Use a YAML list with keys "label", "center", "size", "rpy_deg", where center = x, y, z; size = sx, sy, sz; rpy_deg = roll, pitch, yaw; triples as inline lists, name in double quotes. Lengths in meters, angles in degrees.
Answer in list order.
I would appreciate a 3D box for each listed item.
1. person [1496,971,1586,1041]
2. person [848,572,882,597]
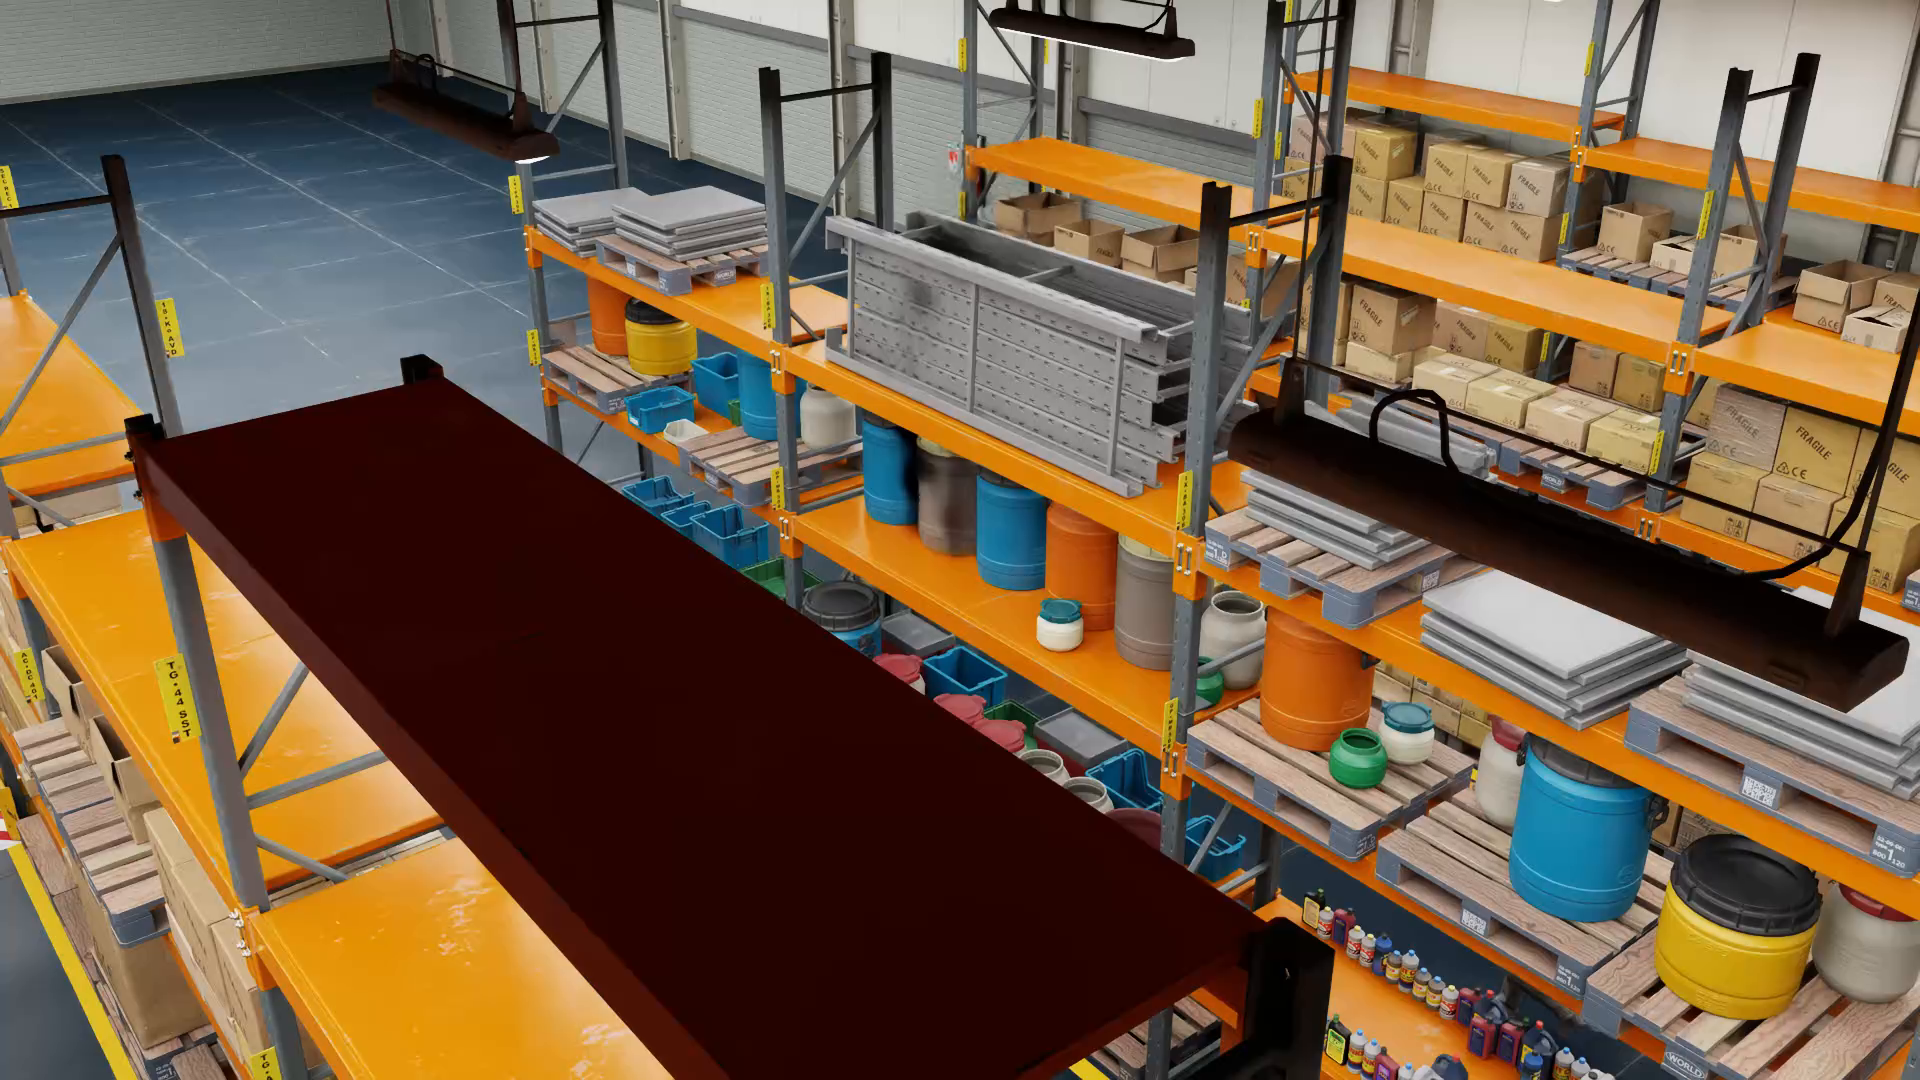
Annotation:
- label: "person"
  center: [3.916, 2.561, 11.012]
  size: [0.684, 1.757, 0.801]
  rpy_deg: [-19, 31, -33]
- label: "person"
  center: [-0.818, 0.337, 15.701]
  size: [0.664, 1.662, 0.554]
  rpy_deg: [-18, 31, -32]
